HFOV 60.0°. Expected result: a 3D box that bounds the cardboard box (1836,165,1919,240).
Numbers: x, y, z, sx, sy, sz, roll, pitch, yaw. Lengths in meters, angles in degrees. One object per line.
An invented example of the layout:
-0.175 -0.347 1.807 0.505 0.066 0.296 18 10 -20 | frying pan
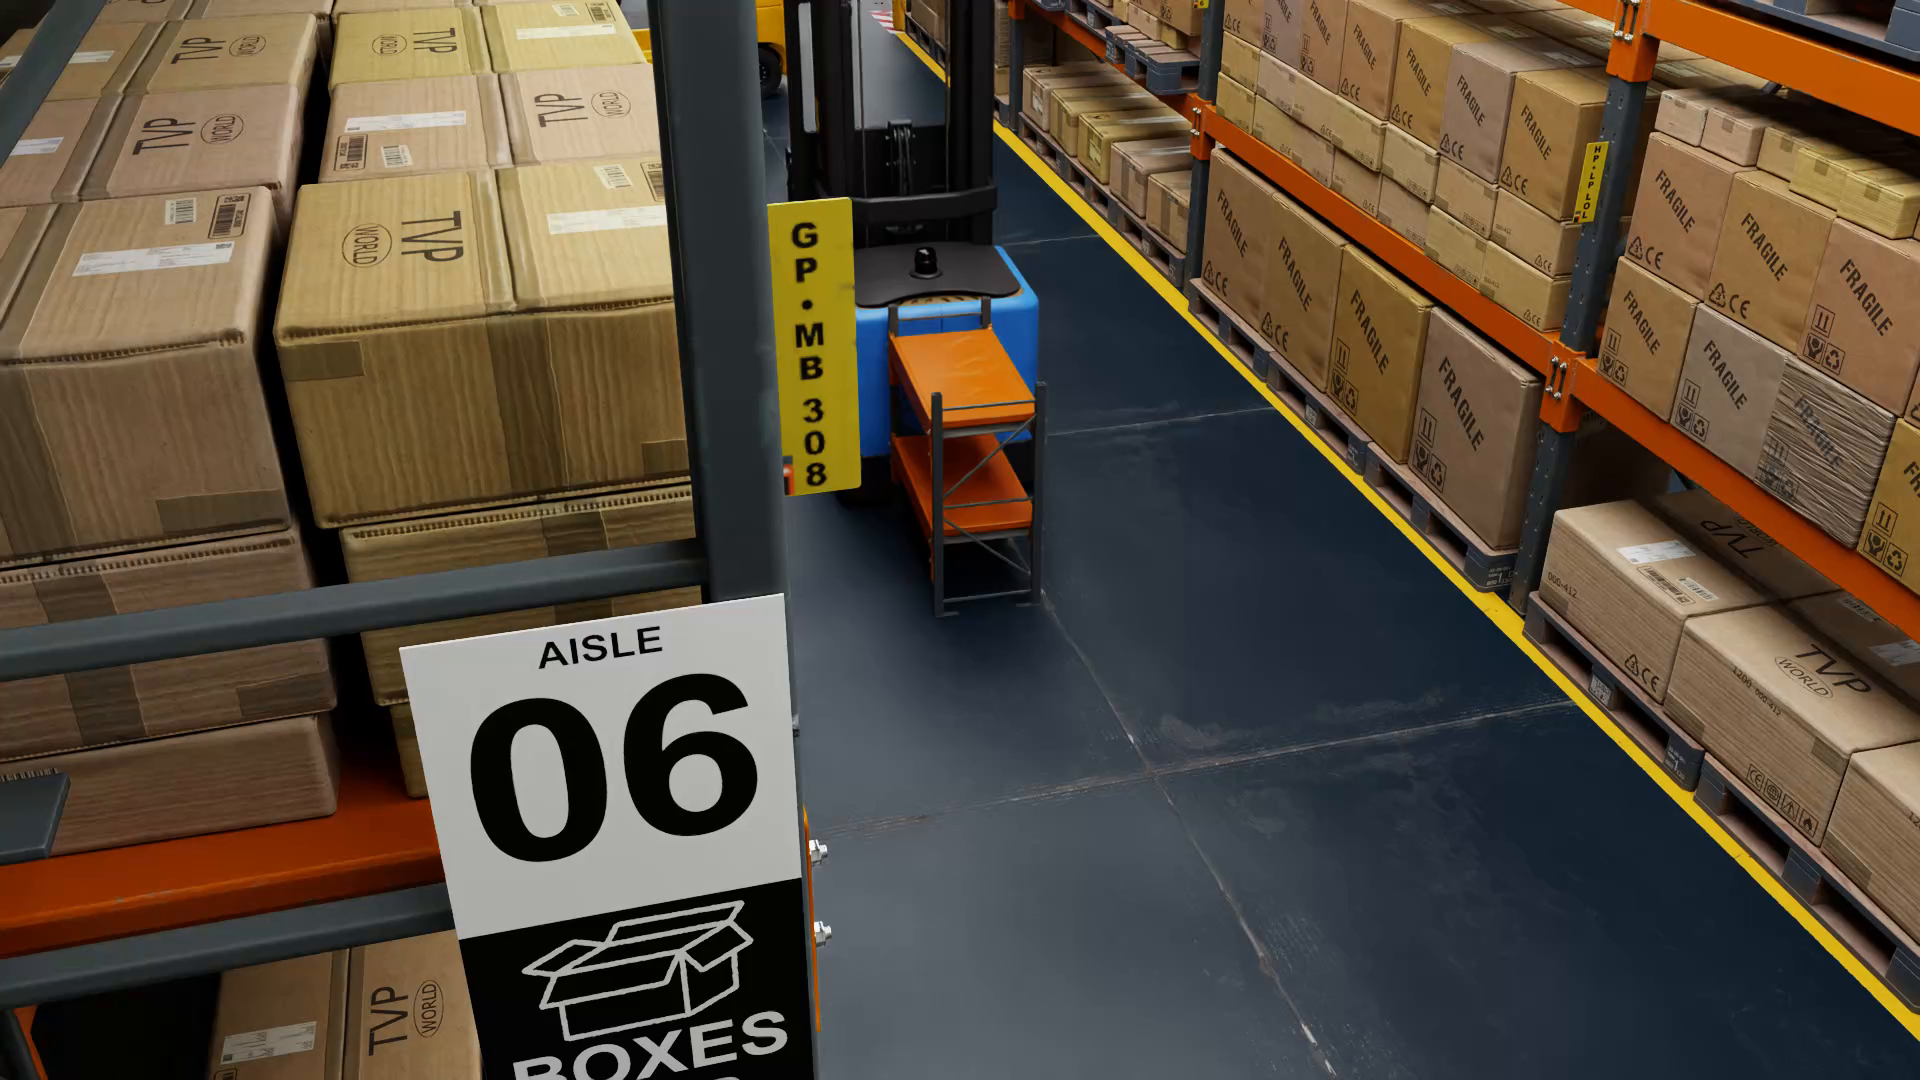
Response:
3.119 -1.108 5.424 0.380 0.149 0.250 -9 31 -15 | cardboard box

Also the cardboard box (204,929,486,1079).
-1.193 1.056 3.284 0.500 0.250 0.500 -8 31 -13 | cardboard box

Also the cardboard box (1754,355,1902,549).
3.171 -0.335 5.734 0.500 0.500 0.500 -8 31 -13 | cardboard box

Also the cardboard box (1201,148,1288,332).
2.085 -1.887 10.218 0.875 0.875 0.875 -8 31 -14 | cardboard box

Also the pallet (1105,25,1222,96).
1.690 -3.217 11.005 1.213 0.211 1.003 -8 31 -13 | pallet

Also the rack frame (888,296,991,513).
-0.097 -0.659 8.266 0.500 1.125 0.032 -6 31 -11 | rack frame

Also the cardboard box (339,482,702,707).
-0.534 -0.057 2.212 0.500 0.250 0.500 -8 31 -14 | cardboard box

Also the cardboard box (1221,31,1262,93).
1.878 -2.844 9.819 0.500 0.250 0.500 -8 31 -14 | cardboard box

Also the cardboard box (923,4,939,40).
-0.066 -5.151 16.481 0.500 0.250 0.500 -7 31 -11 | cardboard box

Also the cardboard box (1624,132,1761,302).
2.936 -1.252 6.320 0.500 0.500 0.500 -8 31 -13 | cardboard box

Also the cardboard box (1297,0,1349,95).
2.140 -2.685 8.796 0.500 0.500 0.500 -7 31 -12 | cardboard box

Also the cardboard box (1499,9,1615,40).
2.911 -2.249 8.043 0.500 0.500 0.500 -9 31 -15 | cardboard box

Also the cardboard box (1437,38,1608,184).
2.538 -1.945 7.518 0.500 0.500 0.500 -7 31 -12 | cardboard box

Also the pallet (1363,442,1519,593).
2.766 -0.194 8.374 1.003 0.211 1.213 -8 31 -13 | pallet

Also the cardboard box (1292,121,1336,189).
2.156 -2.135 9.094 0.500 0.250 0.500 -7 31 -12 | cardboard box

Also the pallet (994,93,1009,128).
0.708 -4.014 14.975 1.003 0.211 1.213 -8 31 -13 | pallet

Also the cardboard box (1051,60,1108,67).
1.024 -4.214 14.862 0.500 0.250 0.500 -9 31 -16 | cardboard box

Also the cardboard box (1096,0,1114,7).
1.180 -3.908 11.838 0.380 0.149 0.250 -9 31 -15 | cardboard box

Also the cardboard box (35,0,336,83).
-1.458 -0.944 3.246 0.500 0.250 0.500 -8 31 -13 | cardboard box

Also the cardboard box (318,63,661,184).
-0.672 -0.518 2.511 0.500 0.250 0.500 -8 31 -14 | cardboard box

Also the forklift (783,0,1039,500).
-0.414 -2.198 9.122 1.130 2.935 3.031 -6 31 -11 | forklift

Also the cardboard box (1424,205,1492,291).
2.547 -1.402 7.828 0.500 0.250 0.500 -8 31 -14 | cardboard box

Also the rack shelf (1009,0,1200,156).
1.451 -3.624 12.235 1.077 0.370 4.000 -8 31 -13 | rack shelf

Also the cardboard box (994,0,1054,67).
0.504 -4.468 14.552 0.500 0.500 0.500 -8 31 -14 | cardboard box

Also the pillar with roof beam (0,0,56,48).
1.725 -3.089 4.603 9.100 9.000 0.400 -8 31 -13 | pillar with roof beam

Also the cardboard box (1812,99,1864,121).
3.397 -1.546 6.182 0.380 0.149 0.250 -7 31 -12 | cardboard box

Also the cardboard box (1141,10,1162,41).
1.417 -3.405 10.970 0.380 0.149 0.250 -8 31 -14 | cardboard box

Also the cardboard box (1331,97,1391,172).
2.257 -2.105 8.543 0.500 0.250 0.500 -7 31 -12 | cardboard box

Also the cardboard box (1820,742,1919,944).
3.583 1.075 5.537 0.875 0.438 0.875 -7 31 -12 | cardboard box

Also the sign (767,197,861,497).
-0.156 -0.193 1.722 0.100 0.325 0.005 -8 31 -13 | sign

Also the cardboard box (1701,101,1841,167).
2.961 -1.486 6.077 0.380 0.149 0.250 -7 31 -13 | cardboard box

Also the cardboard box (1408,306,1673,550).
2.802 -0.589 7.975 0.875 0.875 0.875 -7 31 -12 | cardboard box

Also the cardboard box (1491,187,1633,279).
2.692 -1.370 7.273 0.500 0.250 0.500 -8 31 -13 | cardboard box

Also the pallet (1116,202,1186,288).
1.776 -2.140 11.737 1.003 0.211 1.213 -8 31 -13 | pallet

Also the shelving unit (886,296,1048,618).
0.014 -0.410 7.836 0.538 1.125 1.048 -6 31 -11 | shelving unit

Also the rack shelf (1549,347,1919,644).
3.574 0.240 5.560 1.077 0.370 4.000 -8 31 -13 | rack shelf

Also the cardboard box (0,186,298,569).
-1.066 -0.200 1.961 0.500 0.250 0.500 -9 31 -15 | cardboard box

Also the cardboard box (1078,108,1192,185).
1.442 -3.011 12.661 0.950 0.372 0.625 -7 31 -12 | cardboard box

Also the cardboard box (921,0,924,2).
-0.187 -5.712 16.701 0.500 0.500 0.500 -9 31 -15 | cardboard box

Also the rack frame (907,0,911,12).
-0.142 -6.833 17.062 1.000 3.000 0.127 -8 31 -13 | rack frame

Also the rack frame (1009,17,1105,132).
0.920 -4.902 13.724 1.000 3.000 0.127 -8 31 -13 | rack frame

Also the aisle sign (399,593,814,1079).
-0.378 0.425 1.927 0.394 0.787 0.004 -8 31 -13 | aisle sign

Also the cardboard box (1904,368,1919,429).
3.321 -0.514 5.046 0.500 0.500 0.500 -8 31 -14 | cardboard box
